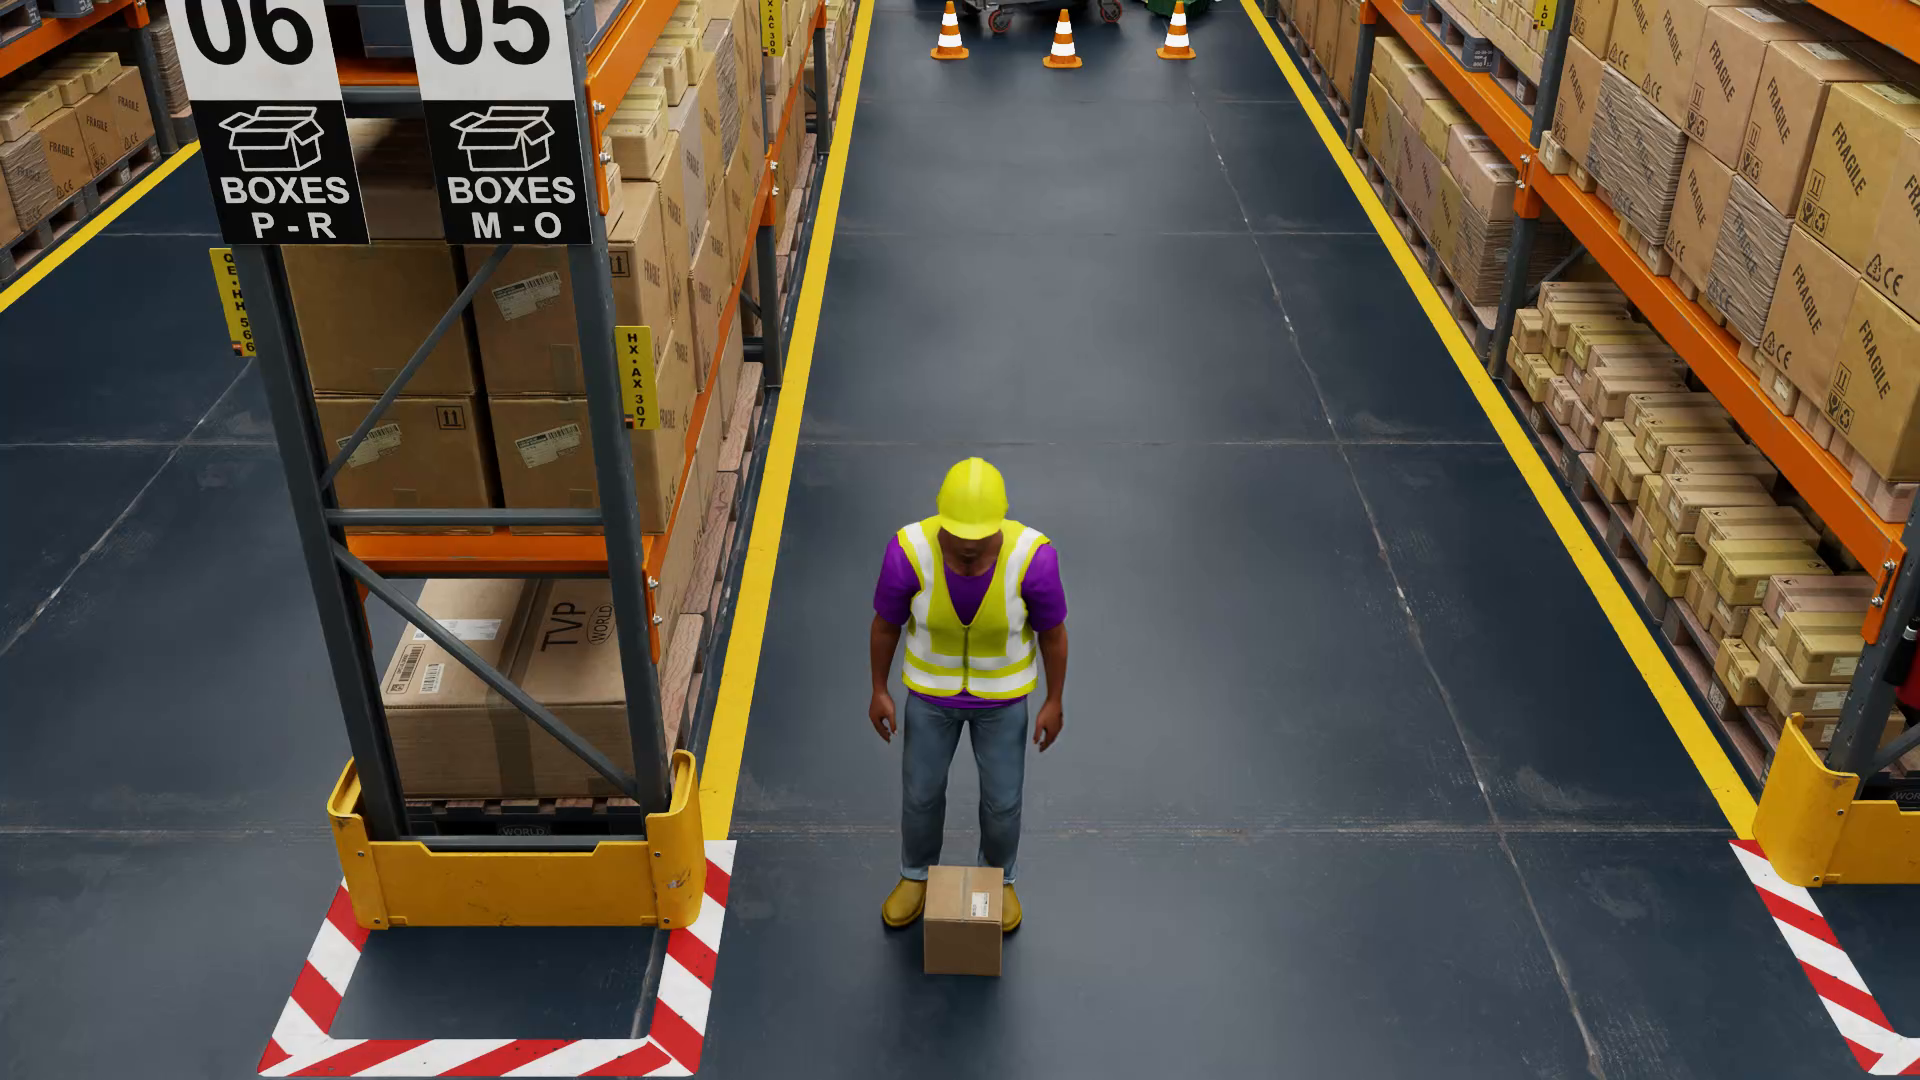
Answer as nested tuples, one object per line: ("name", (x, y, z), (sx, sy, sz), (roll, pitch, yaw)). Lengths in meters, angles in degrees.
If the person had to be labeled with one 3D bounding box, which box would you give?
("person", (0.022, 0.499, 5.297), (0.628, 1.761, 0.462), (3, 31, 4))
